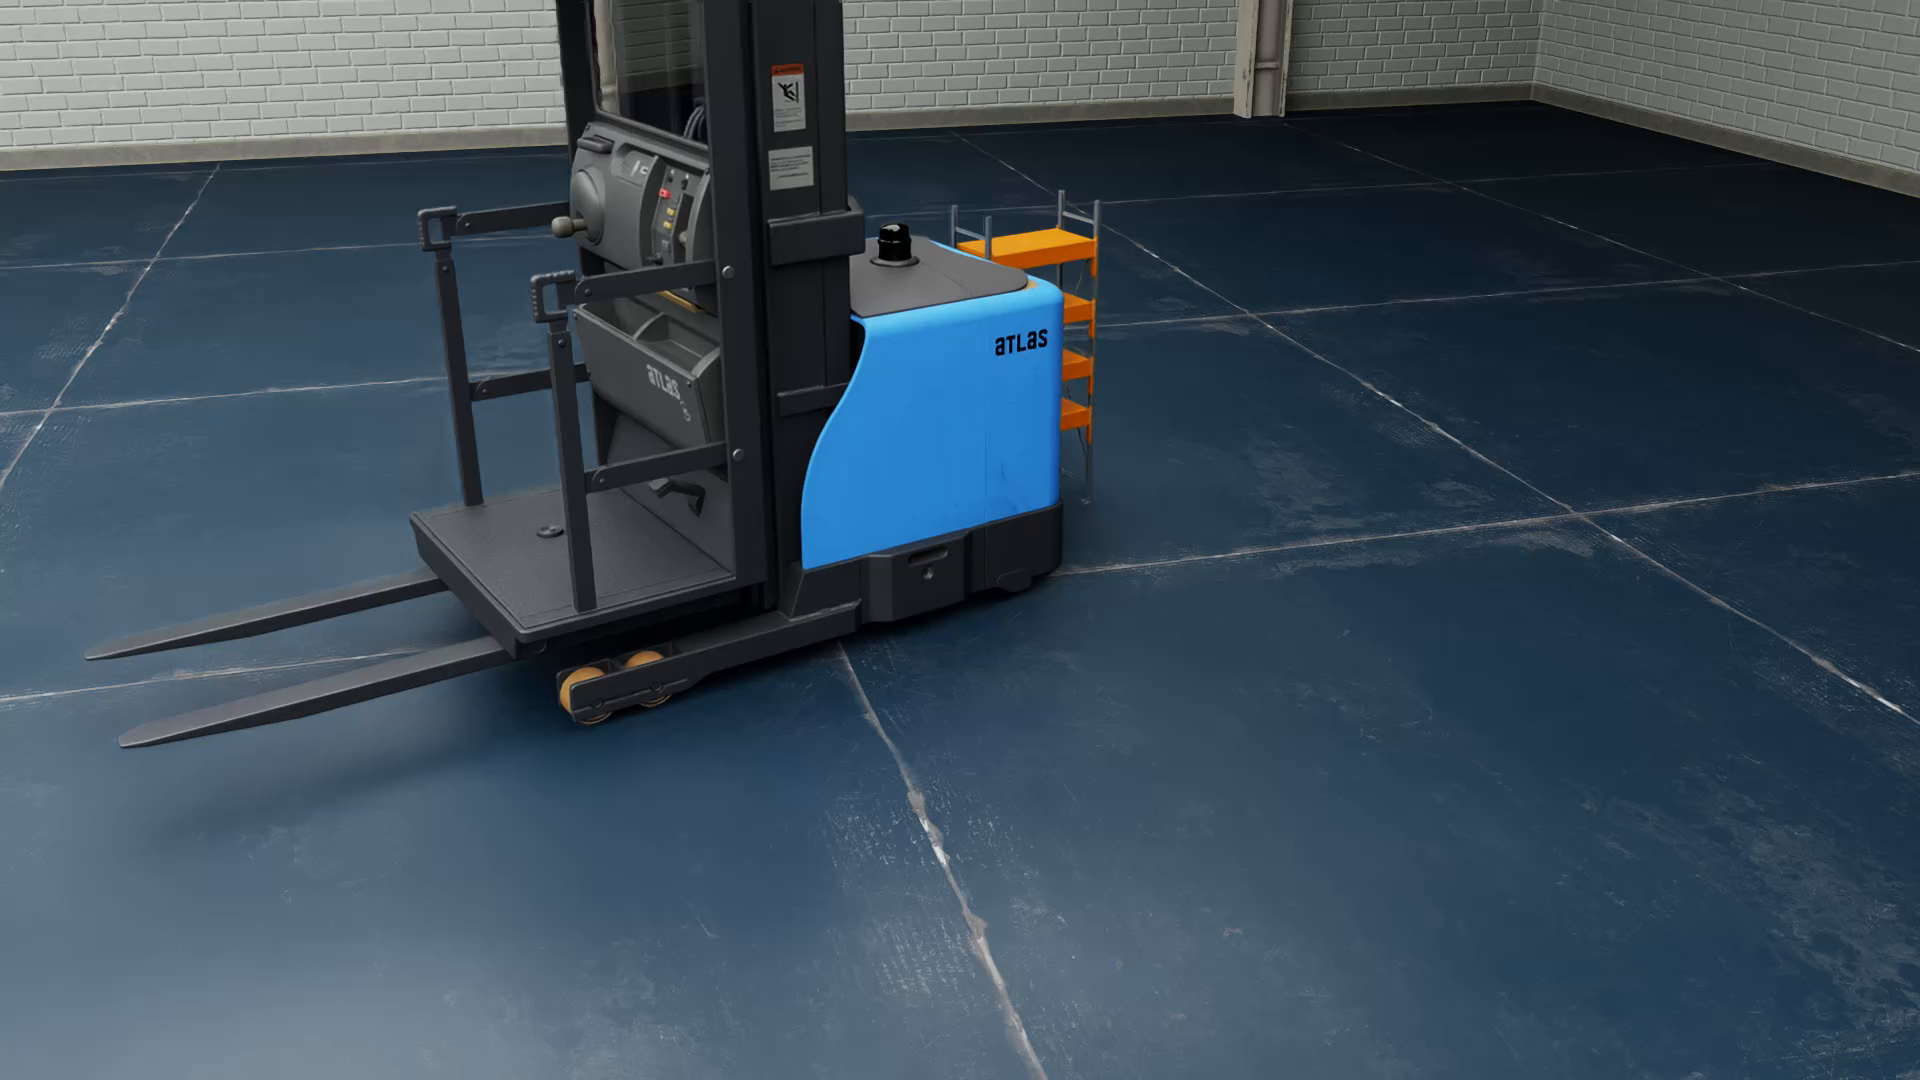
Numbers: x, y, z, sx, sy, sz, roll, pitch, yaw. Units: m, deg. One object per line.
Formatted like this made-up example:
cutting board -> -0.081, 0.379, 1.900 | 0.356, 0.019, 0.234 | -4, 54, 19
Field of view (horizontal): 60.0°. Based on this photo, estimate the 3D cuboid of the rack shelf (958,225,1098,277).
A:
rack shelf -> 0.243, -1.041, 6.158 | 0.480, 0.148, 0.258 | -15, 27, -31

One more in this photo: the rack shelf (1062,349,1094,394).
rack shelf -> 0.243, -0.618, 6.340 | 0.480, 0.148, 0.258 | -15, 27, -31

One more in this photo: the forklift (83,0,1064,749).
forklift -> -1.150, -1.034, 4.942 | 3.031, 2.935, 1.130 | -15, 27, -31

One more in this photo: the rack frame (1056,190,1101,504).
rack frame -> 0.446, -0.733, 6.438 | 0.015, 1.200, 0.240 | -15, 27, -31

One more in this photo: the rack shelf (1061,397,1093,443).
rack shelf -> 0.243, -0.436, 6.418 | 0.480, 0.148, 0.258 | -15, 27, -31

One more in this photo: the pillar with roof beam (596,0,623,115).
pillar with roof beam -> -1.837, -5.819, 8.400 | 0.400, 9.000, 9.100 | -6, 24, -14

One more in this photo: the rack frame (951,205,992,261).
rack frame -> 0.040, -0.626, 6.188 | 0.015, 1.200, 0.240 | -15, 27, -31

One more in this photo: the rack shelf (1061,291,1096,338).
rack shelf -> 0.243, -0.824, 6.251 | 0.480, 0.148, 0.258 | -15, 27, -31

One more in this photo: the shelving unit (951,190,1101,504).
shelving unit -> 0.243, -0.680, 6.313 | 0.503, 1.200, 0.258 | -15, 27, -31

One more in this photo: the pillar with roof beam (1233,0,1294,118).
pillar with roof beam -> 3.940, -6.459, 9.890 | 0.400, 9.000, 9.100 | -6, 24, -14
